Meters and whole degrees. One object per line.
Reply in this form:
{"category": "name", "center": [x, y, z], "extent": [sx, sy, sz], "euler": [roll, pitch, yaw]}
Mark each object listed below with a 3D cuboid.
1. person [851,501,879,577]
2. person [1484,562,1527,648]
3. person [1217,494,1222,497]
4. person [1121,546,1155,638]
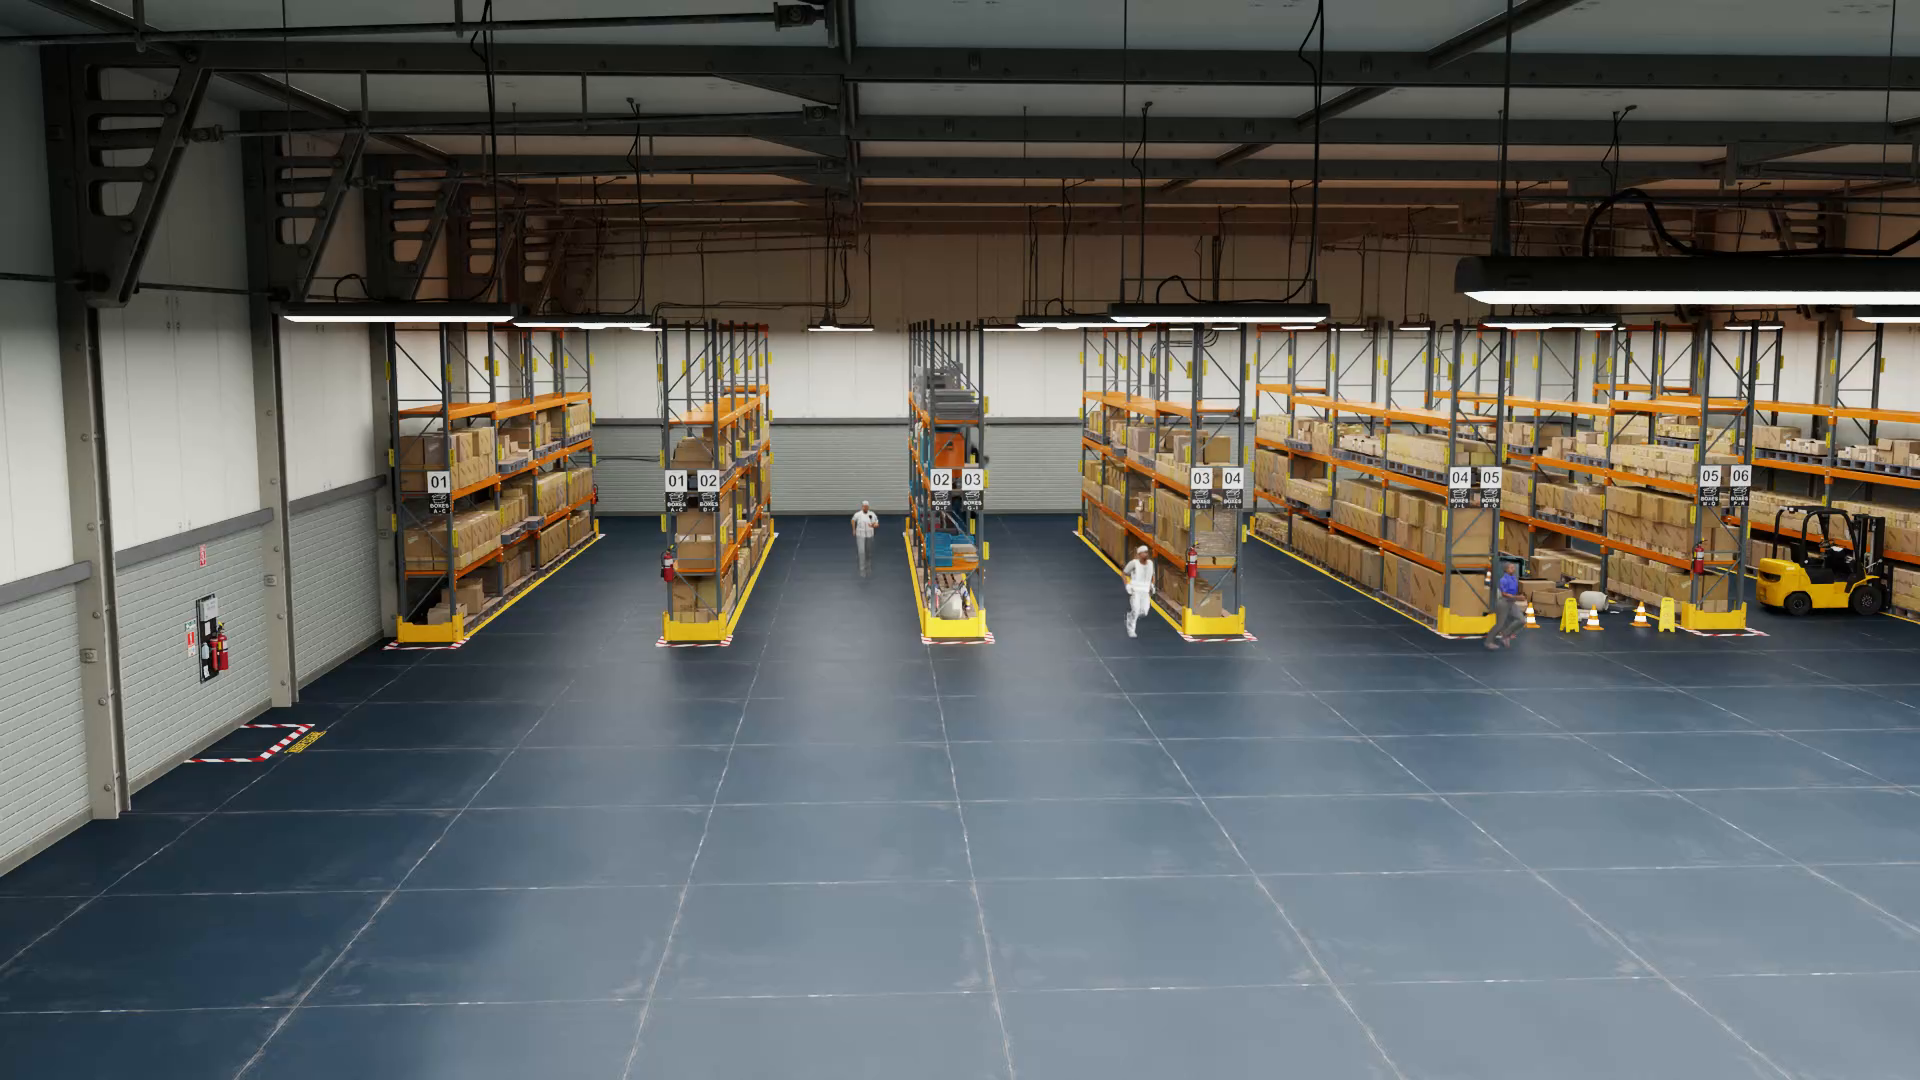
{"category": "person", "center": [-2.155, -0.056, 37.974], "extent": [0.598, 1.689, 0.863], "euler": [-1, 7, -10]}
{"category": "person", "center": [9.951, 1.191, 30.162], "extent": [0.589, 1.595, 0.802], "euler": [-6, 9, -38]}
{"category": "person", "center": [7.191, -0.880, 46.579], "extent": [0.729, 1.753, 0.861], "euler": [0, 7, 3]}
{"category": "person", "center": [3.411, 0.960, 31.784], "extent": [0.727, 1.724, 0.596], "euler": [-3, 8, -23]}
